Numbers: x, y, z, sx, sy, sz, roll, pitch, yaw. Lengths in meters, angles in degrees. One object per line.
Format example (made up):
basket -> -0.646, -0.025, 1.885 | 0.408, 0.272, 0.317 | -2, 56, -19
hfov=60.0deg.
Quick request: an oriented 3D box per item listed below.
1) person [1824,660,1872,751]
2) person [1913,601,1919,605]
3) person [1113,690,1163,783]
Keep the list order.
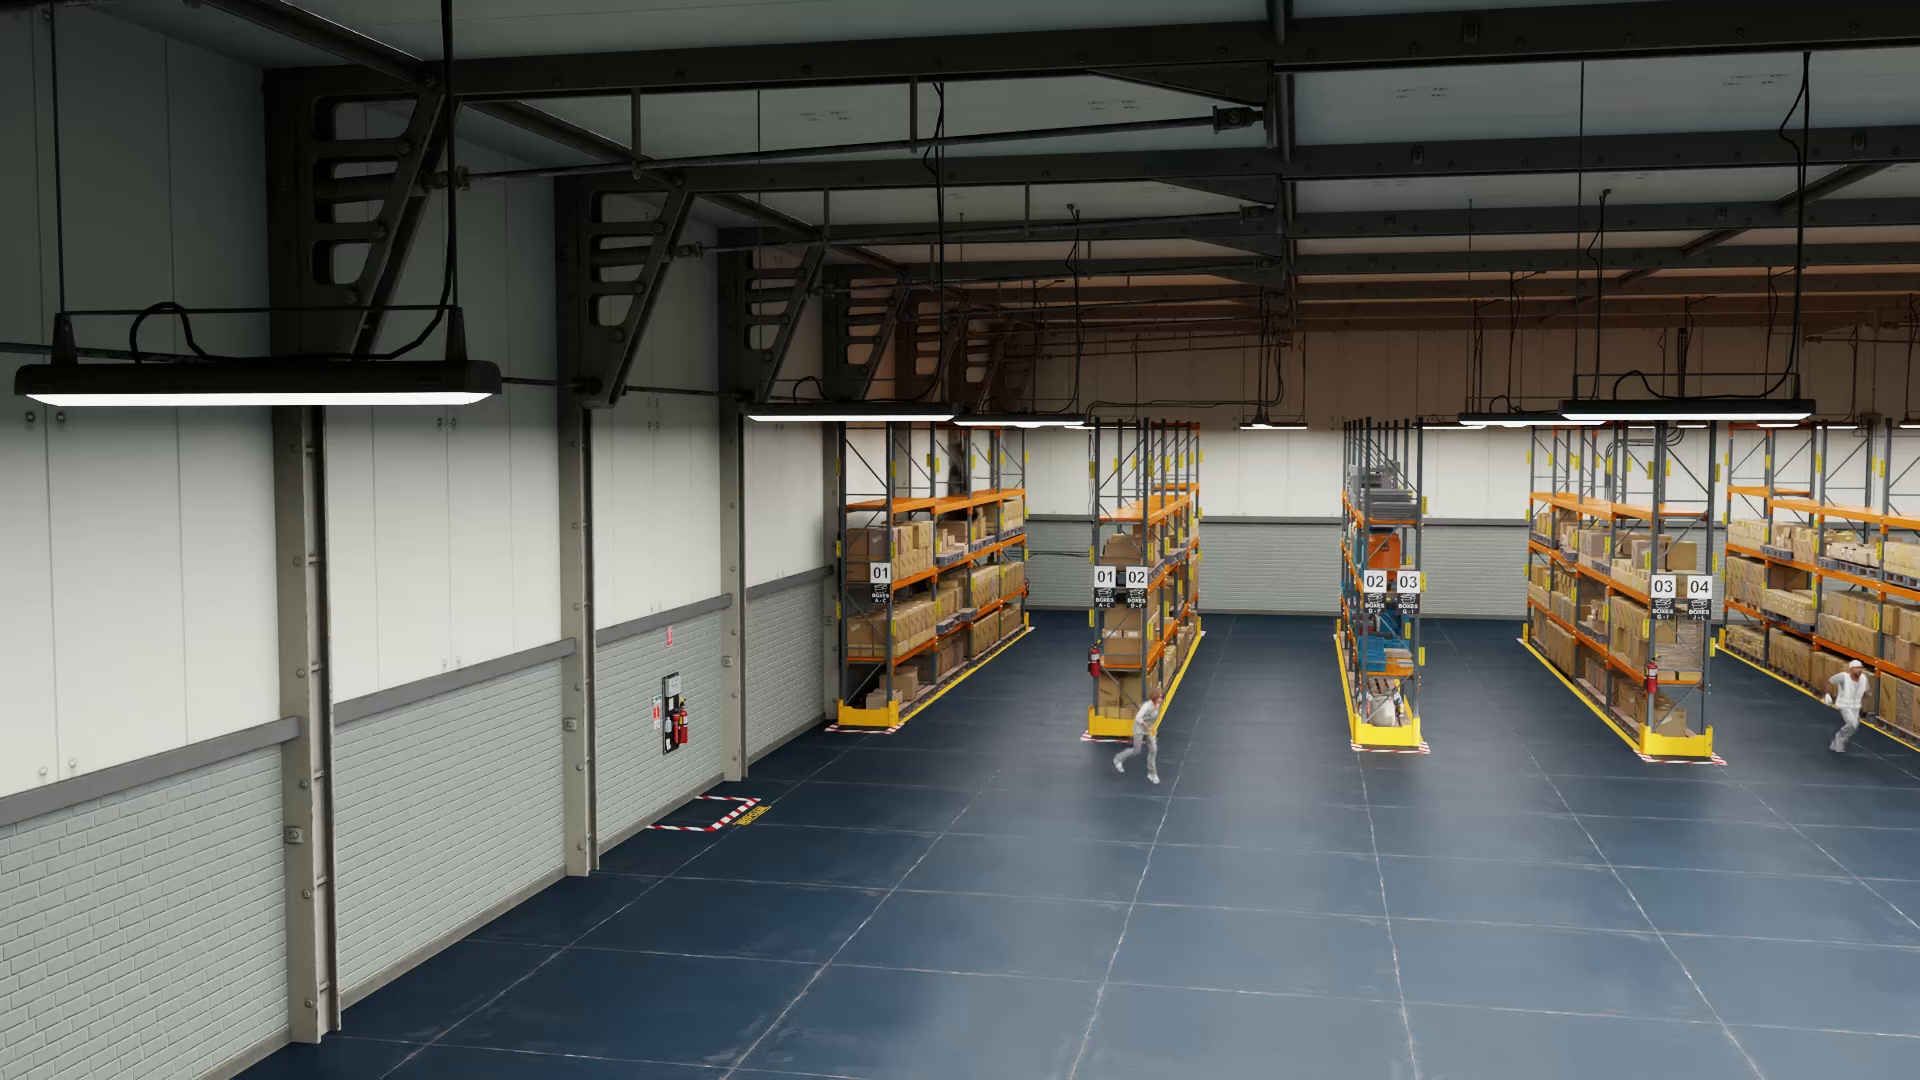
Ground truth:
person -> 15.677, 2.934, 29.301 | 0.632, 1.674, 0.818 | -1, 4, -13
person -> 26.211, 1.937, 44.769 | 0.921, 1.776, 0.642 | 0, 4, -4
person -> 2.950, 3.200, 27.399 | 0.882, 1.547, 0.570 | 2, 4, 33
